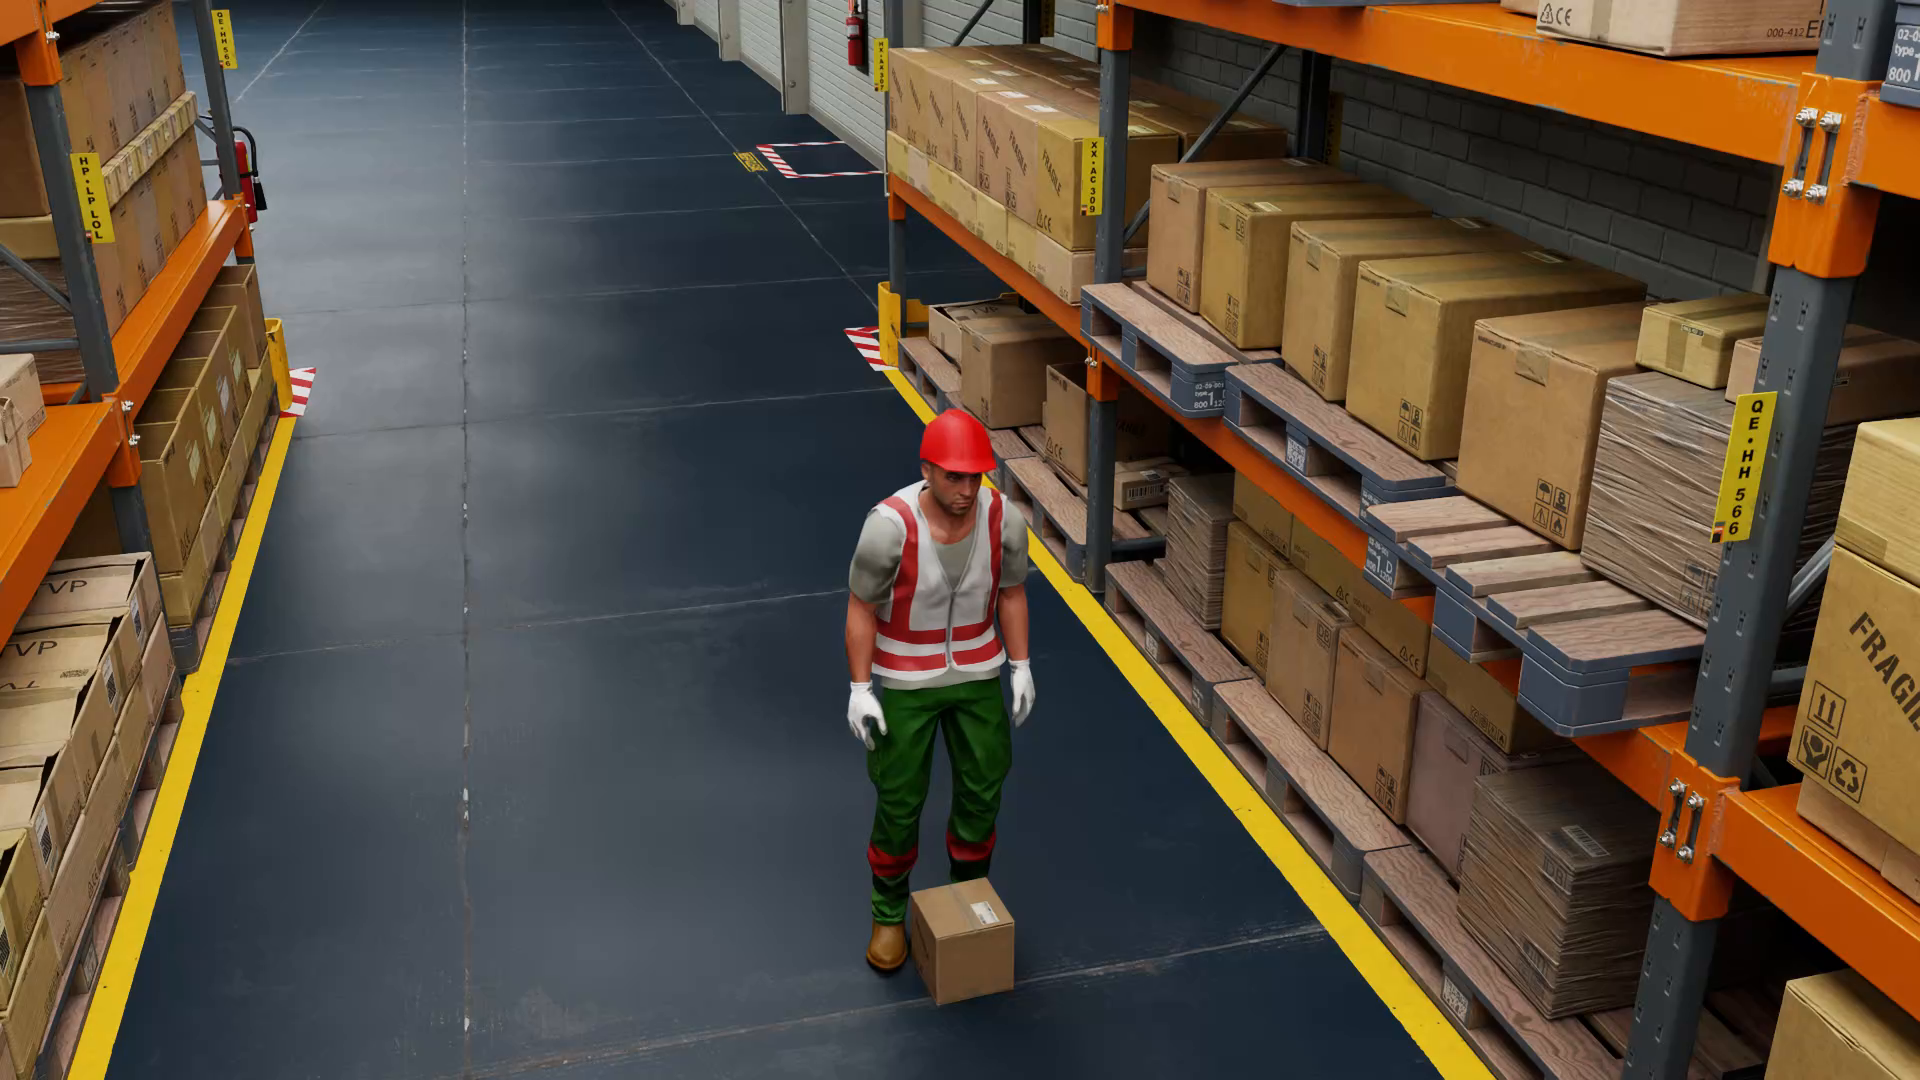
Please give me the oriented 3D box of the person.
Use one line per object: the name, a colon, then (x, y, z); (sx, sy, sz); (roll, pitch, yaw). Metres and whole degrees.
person: (-0.052, 0.444, 5.017); (0.601, 1.777, 0.452); (-7, 24, -17)
